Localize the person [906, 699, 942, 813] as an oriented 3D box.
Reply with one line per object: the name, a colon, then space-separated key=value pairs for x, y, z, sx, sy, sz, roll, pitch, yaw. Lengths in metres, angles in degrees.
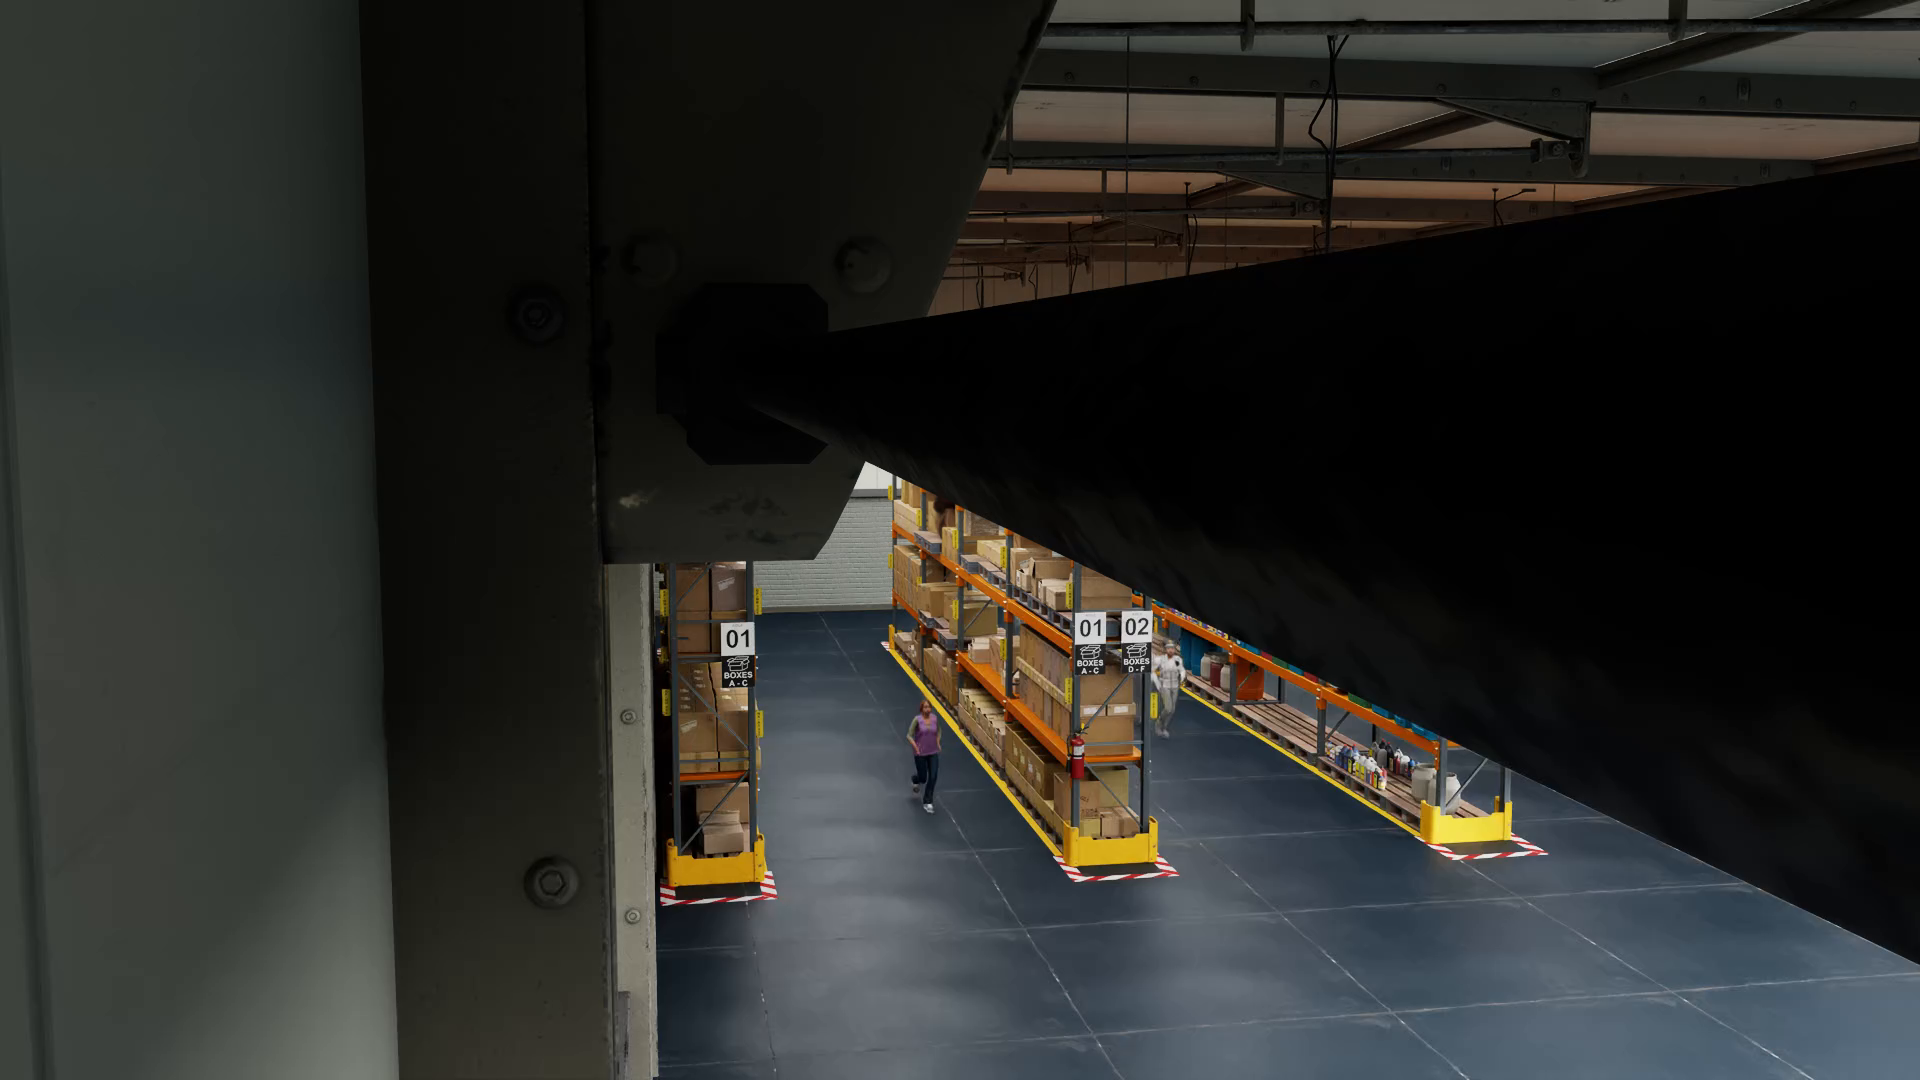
person: x=-0.494 y=3.022 z=23.543 sx=0.542 sy=1.572 sz=0.695 roll=-2 pitch=7 yaw=-19

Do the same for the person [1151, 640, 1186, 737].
person: x=3.520 y=2.494 z=27.849 sx=0.593 sy=1.653 sz=0.593 roll=-2 pitch=6 yaw=-15
